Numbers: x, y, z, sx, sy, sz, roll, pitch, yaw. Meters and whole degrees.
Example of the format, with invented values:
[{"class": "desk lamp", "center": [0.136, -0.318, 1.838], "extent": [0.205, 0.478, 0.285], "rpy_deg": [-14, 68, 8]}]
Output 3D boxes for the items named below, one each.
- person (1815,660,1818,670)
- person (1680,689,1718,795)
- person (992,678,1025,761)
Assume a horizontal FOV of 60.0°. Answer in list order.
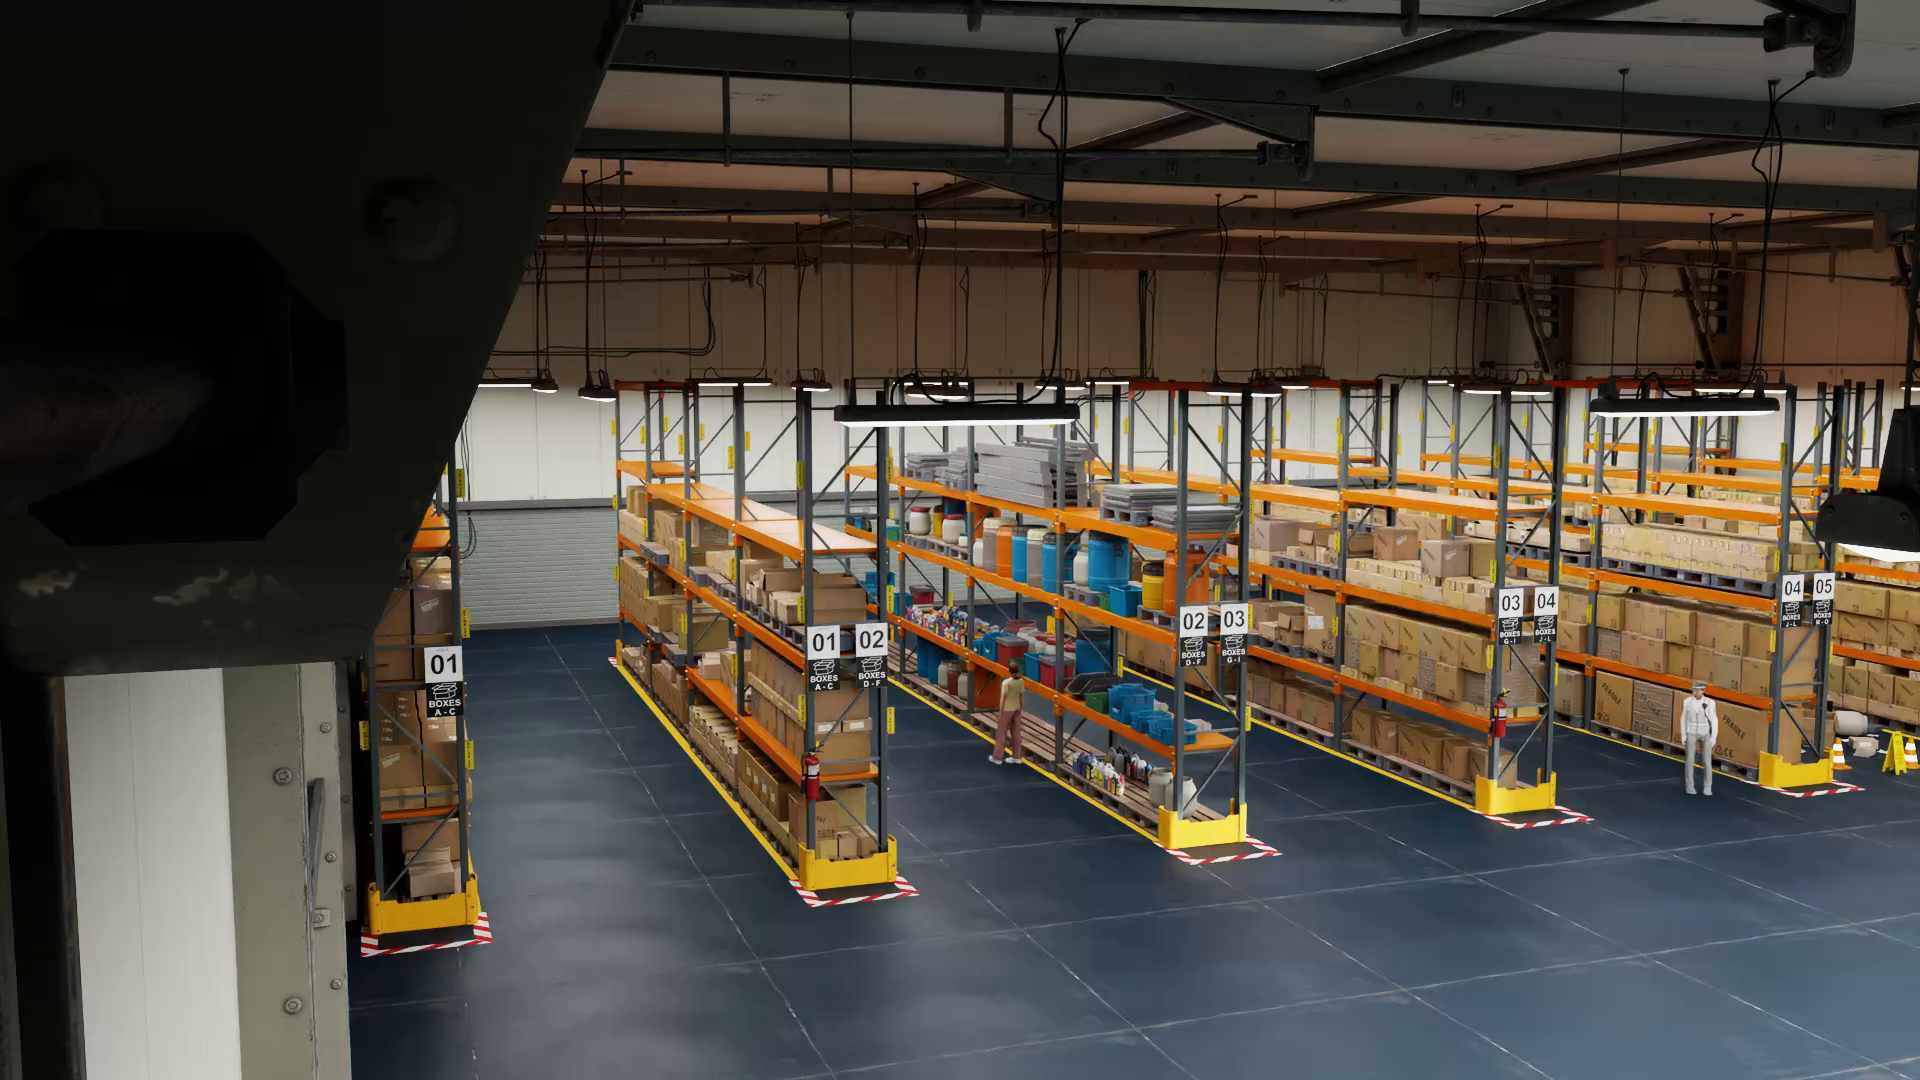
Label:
[{"class": "person", "center": [17.014, 1.954, 32.726], "extent": [0.503, 1.777, 0.490], "rpy_deg": [-2, 6, -20]}, {"class": "person", "center": [10.904, 2.912, 24.570], "extent": [0.513, 1.681, 0.401], "rpy_deg": [3, 7, 30]}, {"class": "person", "center": [0.767, 2.823, 26.366], "extent": [0.401, 1.336, 0.434], "rpy_deg": [5, 8, 38]}]
